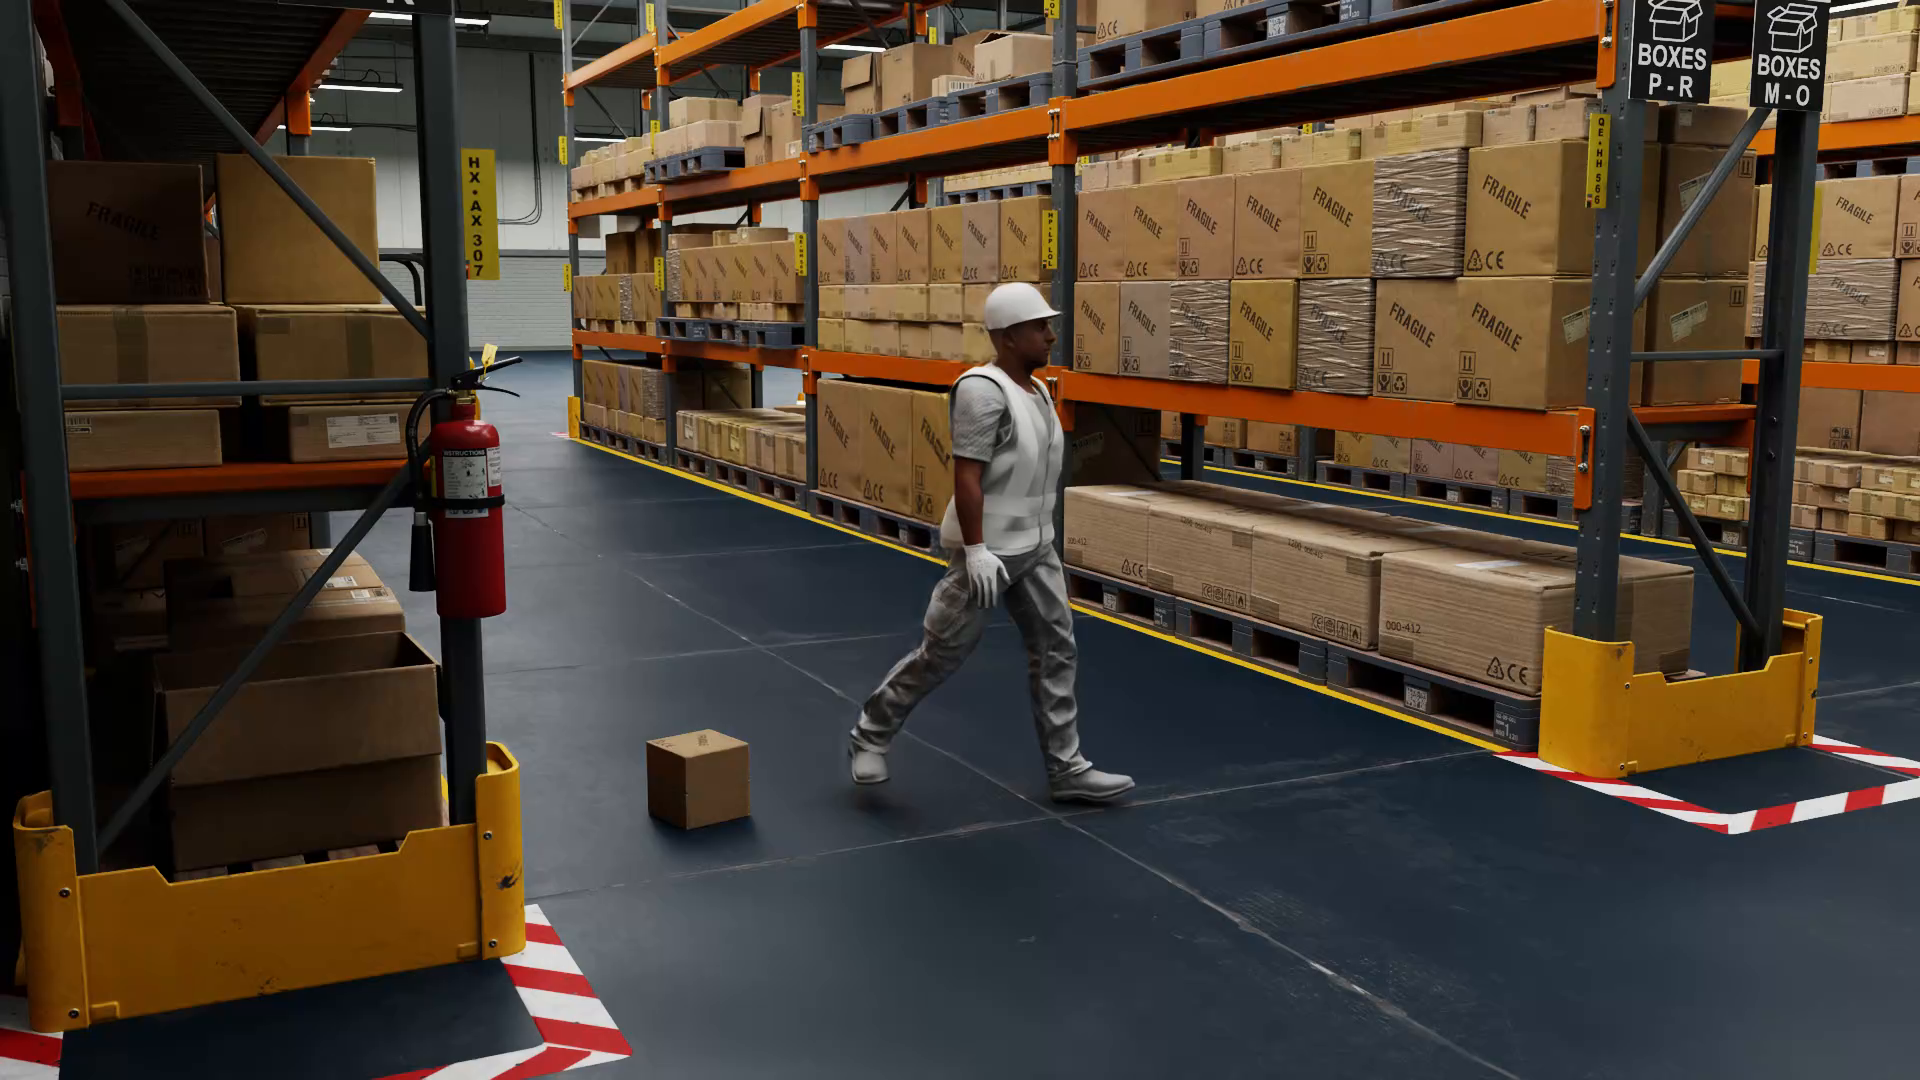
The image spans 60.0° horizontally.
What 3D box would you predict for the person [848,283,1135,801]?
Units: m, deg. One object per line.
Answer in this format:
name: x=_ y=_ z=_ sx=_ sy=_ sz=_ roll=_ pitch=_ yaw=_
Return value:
person: x=0.082 y=0.026 z=5.610 sx=0.954 sy=1.767 sz=0.597 roll=5 pitch=10 yaw=30
